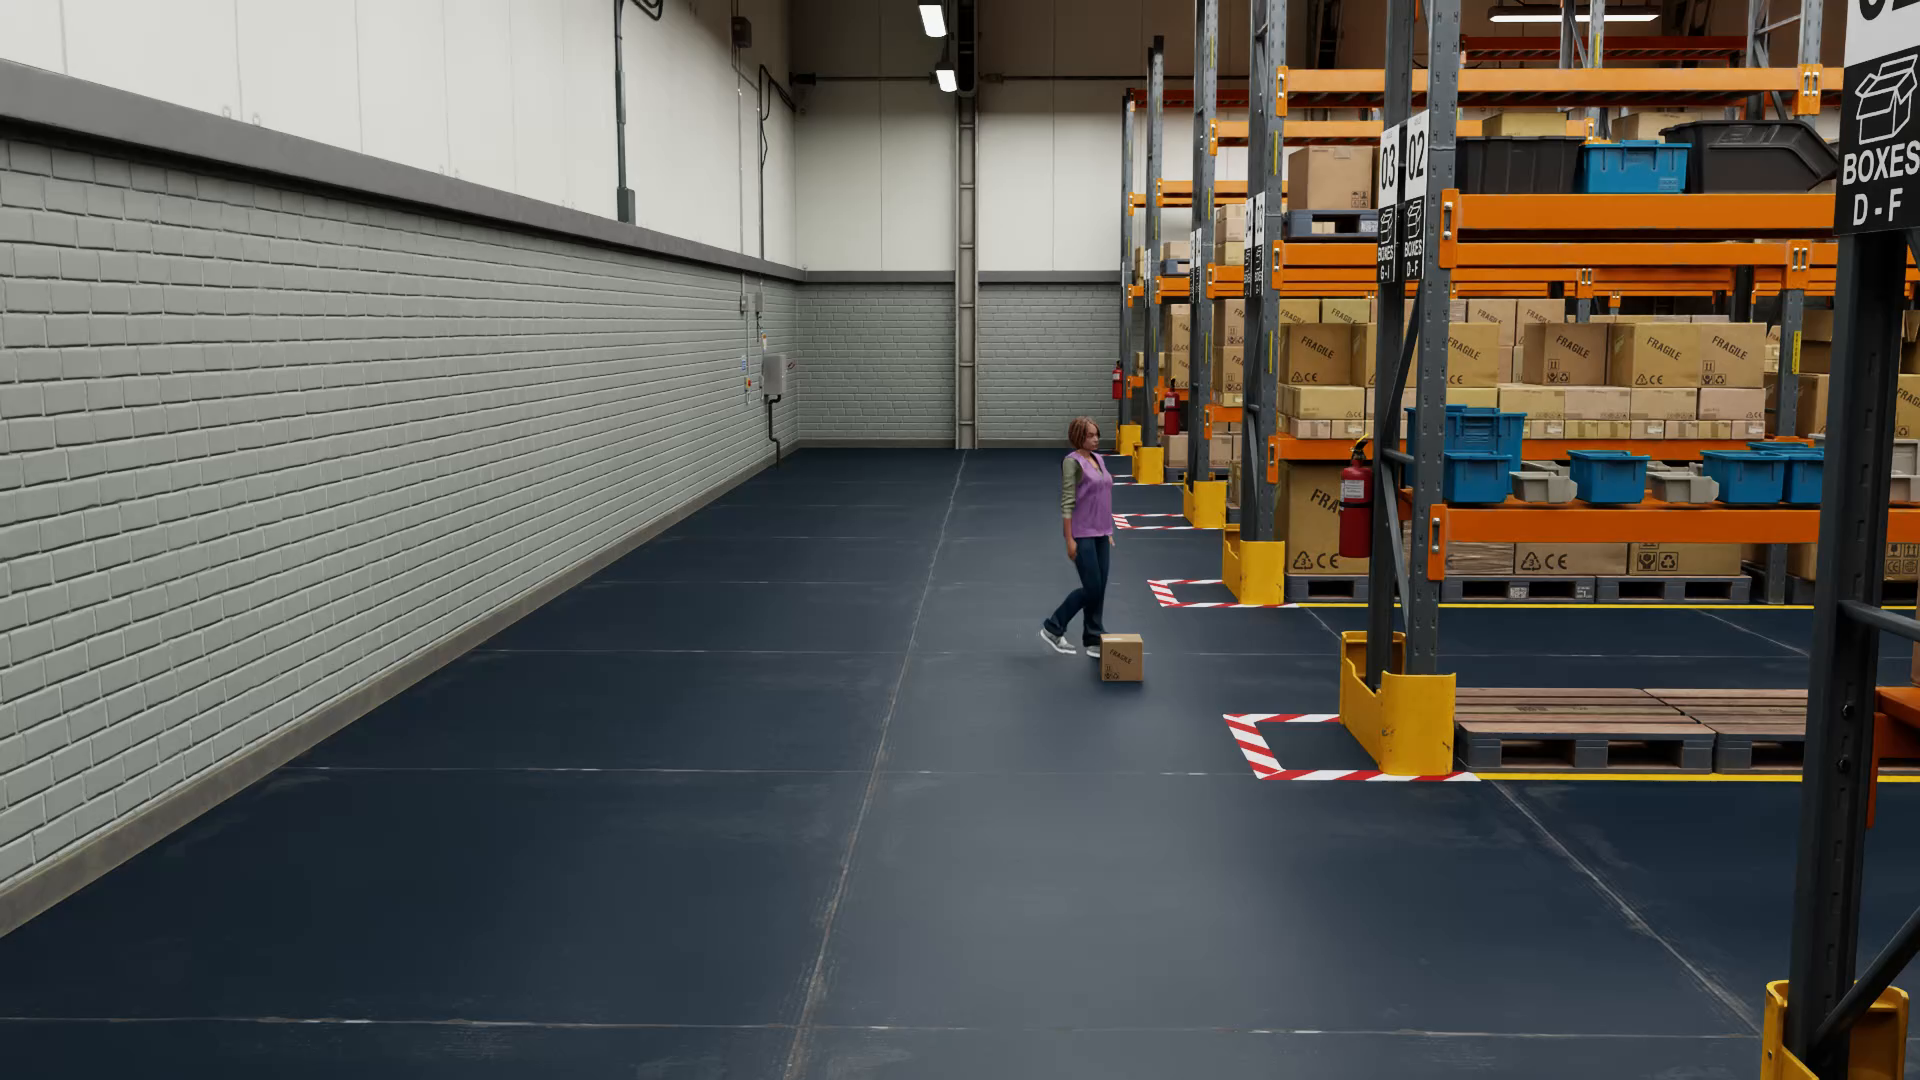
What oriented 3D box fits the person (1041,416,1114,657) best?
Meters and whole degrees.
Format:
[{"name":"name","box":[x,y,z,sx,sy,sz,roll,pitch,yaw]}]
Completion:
[{"name":"person","box":[0.825,-0.012,10.863,0.497,1.599,0.424,5,9,32]}]
